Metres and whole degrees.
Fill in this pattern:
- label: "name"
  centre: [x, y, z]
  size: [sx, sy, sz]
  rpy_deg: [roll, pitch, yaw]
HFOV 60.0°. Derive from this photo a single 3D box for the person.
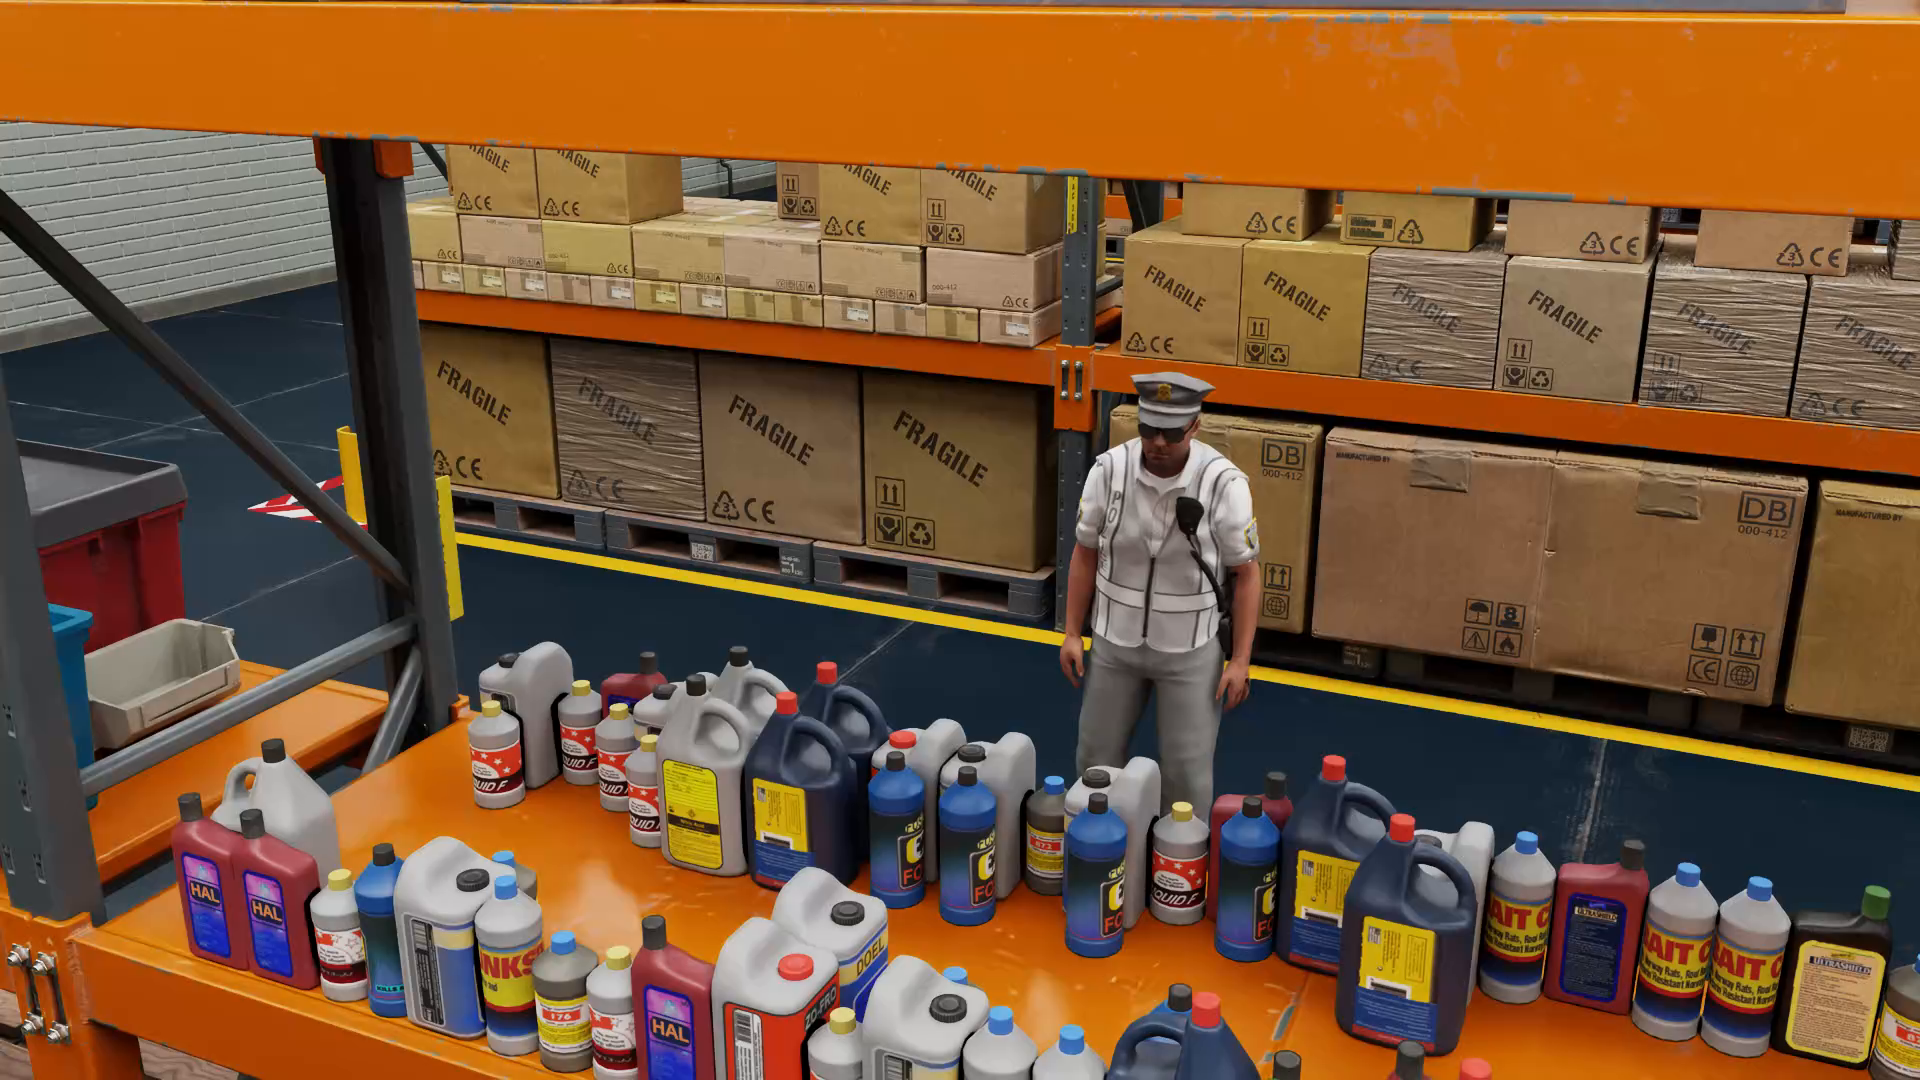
- label: "person"
  centre: [0.606, 0.321, 5.109]
  size: [0.606, 1.751, 0.429]
  rpy_deg: [7, 20, 20]
